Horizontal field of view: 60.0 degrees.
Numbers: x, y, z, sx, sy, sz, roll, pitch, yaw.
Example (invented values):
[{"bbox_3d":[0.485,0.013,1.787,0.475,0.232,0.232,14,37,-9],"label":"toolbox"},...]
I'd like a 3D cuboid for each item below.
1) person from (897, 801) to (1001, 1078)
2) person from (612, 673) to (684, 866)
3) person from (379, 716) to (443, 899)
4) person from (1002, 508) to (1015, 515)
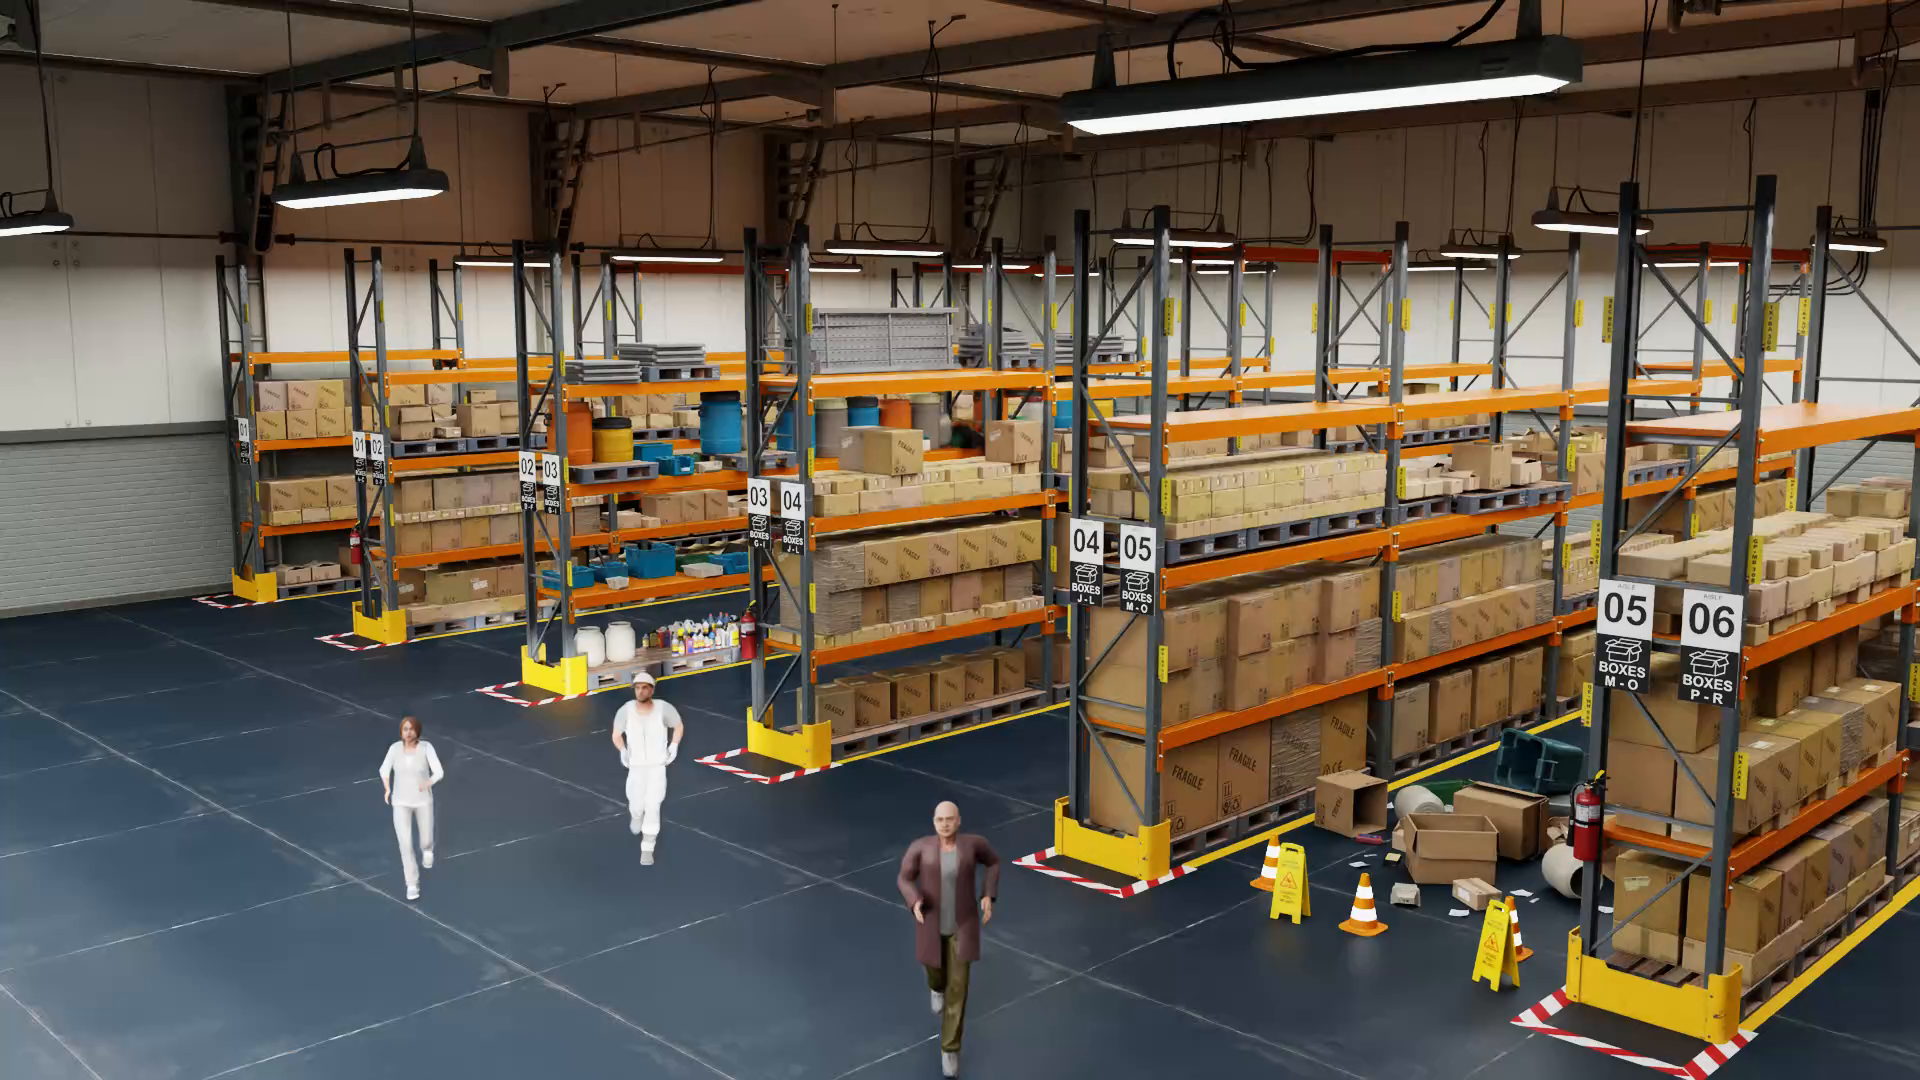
[{"bbox_3d":[-0.077,2.683,11.555,0.722,1.770,1.021,0,8,2],"label":"person"},{"bbox_3d":[-2.930,2.101,15.650,0.661,1.771,0.791,-1,8,-6],"label":"person"},{"bbox_3d":[-4.848,2.327,14.716,0.547,1.549,0.743,-2,8,-13],"label":"person"},{"bbox_3d":[0.785,-0.251,32.571,0.567,1.664,0.856,6,10,35],"label":"person"}]
